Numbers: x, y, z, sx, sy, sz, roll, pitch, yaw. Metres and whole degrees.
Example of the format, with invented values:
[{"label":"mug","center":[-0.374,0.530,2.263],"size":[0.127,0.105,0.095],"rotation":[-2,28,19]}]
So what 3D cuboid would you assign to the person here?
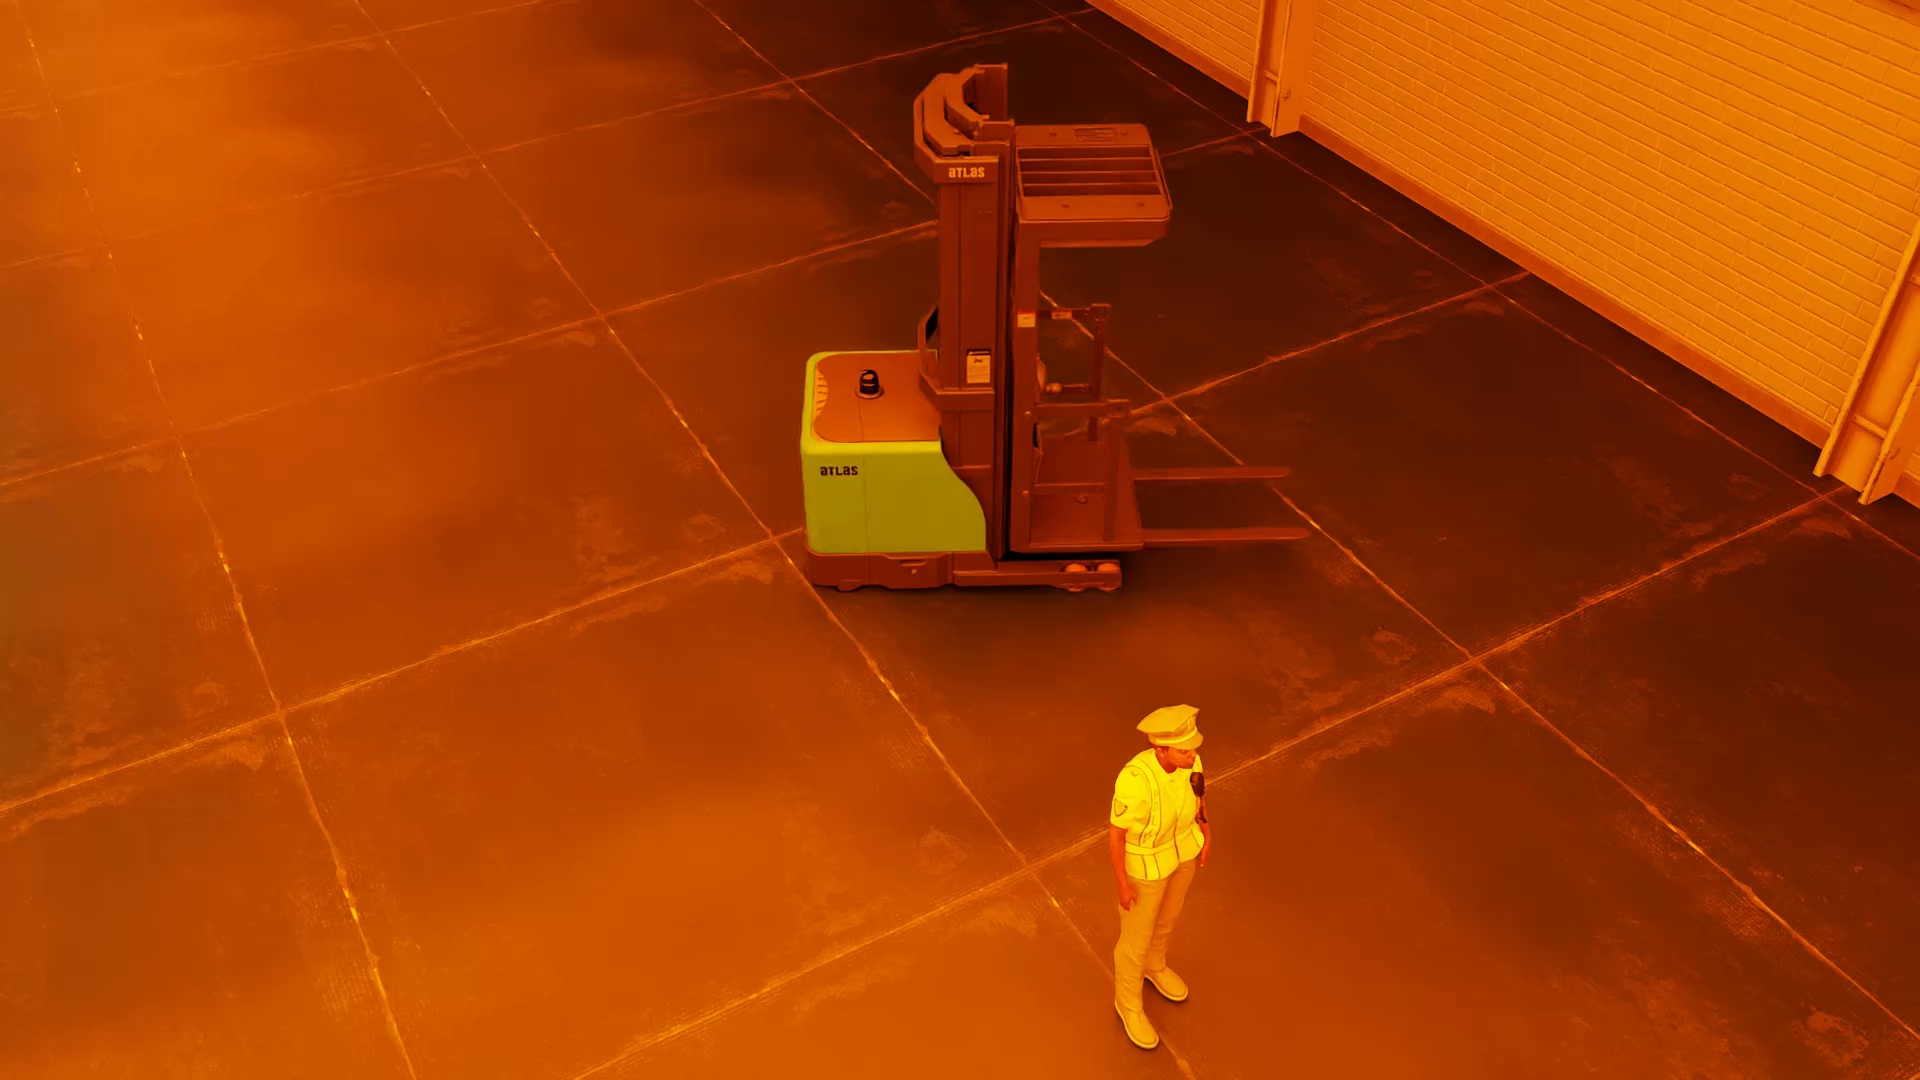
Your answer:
[{"label":"person","center":[0.872,1.370,7.290],"size":[0.512,1.629,0.394],"rotation":[-25,46,-27]}]

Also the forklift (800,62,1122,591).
[{"label":"forklift","center":[0.588,-1.161,9.436],"size":[3.031,2.935,1.130],"rotation":[-1,40,-1]}]
